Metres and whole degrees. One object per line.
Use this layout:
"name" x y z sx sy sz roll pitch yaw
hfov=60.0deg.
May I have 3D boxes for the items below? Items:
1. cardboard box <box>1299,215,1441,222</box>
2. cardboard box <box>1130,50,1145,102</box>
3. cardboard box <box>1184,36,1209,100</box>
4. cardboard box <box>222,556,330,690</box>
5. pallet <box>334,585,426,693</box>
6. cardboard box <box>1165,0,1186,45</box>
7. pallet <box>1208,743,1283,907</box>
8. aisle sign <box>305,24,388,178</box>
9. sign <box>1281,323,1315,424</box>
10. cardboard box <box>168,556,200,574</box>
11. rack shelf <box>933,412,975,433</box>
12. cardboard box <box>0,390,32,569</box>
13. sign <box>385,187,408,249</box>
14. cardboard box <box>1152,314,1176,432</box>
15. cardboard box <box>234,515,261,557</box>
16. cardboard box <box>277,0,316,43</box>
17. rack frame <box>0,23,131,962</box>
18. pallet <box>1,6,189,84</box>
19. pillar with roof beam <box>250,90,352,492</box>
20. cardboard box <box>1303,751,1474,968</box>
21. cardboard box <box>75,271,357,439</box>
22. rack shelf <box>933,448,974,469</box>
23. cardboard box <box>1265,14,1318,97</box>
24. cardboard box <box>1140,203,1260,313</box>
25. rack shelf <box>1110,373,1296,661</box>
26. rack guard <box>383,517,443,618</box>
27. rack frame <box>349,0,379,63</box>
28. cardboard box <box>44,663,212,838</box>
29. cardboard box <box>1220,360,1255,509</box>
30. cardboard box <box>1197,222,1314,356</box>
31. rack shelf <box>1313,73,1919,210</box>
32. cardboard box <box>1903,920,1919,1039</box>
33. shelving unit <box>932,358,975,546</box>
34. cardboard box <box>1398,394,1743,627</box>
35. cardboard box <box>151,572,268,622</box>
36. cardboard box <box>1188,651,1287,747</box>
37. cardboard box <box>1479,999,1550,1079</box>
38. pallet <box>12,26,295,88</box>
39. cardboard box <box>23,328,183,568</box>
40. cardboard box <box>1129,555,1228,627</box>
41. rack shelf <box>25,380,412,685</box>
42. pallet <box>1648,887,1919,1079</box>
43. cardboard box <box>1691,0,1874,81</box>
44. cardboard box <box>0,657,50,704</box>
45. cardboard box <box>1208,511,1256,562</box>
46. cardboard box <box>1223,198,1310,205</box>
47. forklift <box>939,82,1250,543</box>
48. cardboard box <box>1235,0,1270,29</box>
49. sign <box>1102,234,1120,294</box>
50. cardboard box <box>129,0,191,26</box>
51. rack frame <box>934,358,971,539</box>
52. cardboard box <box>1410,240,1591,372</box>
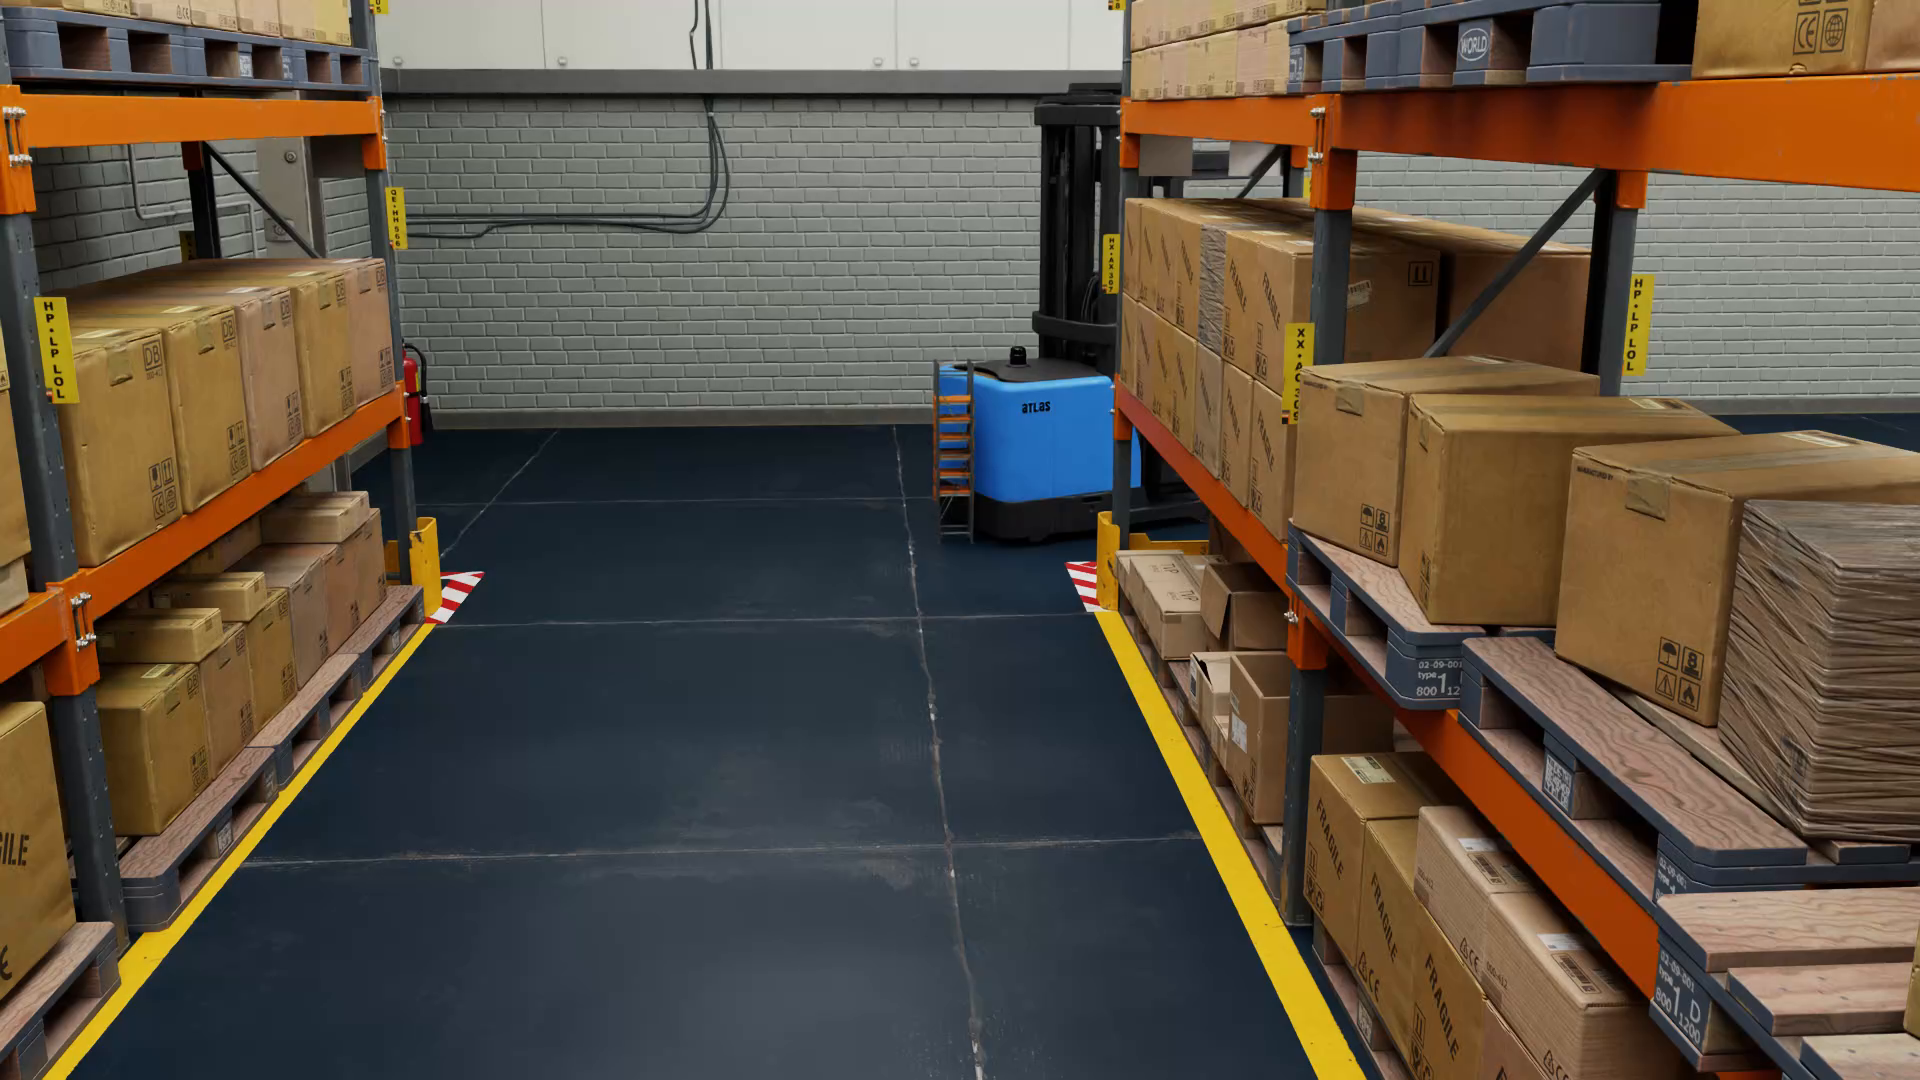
"cardboard box" 1.785 -1.163 7.321 0.500 0.500 0.500 0 14 -2
"cardboard box" 1.160 -2.368 8.490 0.500 0.250 0.500 -1 14 -3
"cardboard box" 1.248 -1.995 7.040 0.500 0.250 0.500 -1 14 -3
"cardboard box" -3.356 0.387 7.675 0.700 0.500 0.500 -1 14 -5
"pallet" -3.434 0.506 8.636 1.003 0.211 1.213 -1 14 -3
"cardboard box" 1.216 -2.361 7.461 0.500 0.250 0.500 -1 14 -3
"pallet" 1.588 1.055 6.502 1.003 0.211 1.213 -1 14 -3
"aisle sign" -3.267 -2.324 8.820 0.394 0.787 0.004 -1 14 -3
"sign" 1.089 -0.534 5.343 0.100 0.325 0.005 -1 14 -3
"cardboard box" -3.530 0.174 7.203 0.380 0.149 0.250 -1 14 -4
"rack shelf" -0.042 -0.760 10.786 0.258 0.103 0.180 -1 14 -6
"cardboard box" -3.034 -0.138 4.707 0.500 0.500 0.500 -1 14 -4
"sign" -3.019 -1.722 8.902 0.100 0.325 0.005 -1 14 -3
"cardboard box" 1.212 -0.800 7.916 0.500 0.500 0.500 -1 14 -4
"cardboard box" -3.579 -0.016 7.941 0.380 0.149 0.250 -1 14 -3
"cardboard box" -3.218 -2.366 7.442 0.500 0.250 0.500 -1 14 -6
"rack frame" -3.314 -0.047 5.190 1.000 3.000 0.127 -1 14 -3
"pallet" -3.354 -1.661 5.619 1.003 0.211 1.213 -1 14 -3
"pillar with roof beam" -0.296 -4.672 11.125 9.100 9.000 0.400 -1 14 -3
"cardboard box" 1.417 0.997 5.265 0.500 0.500 0.500 -2 15 -6
"cardboard box" -3.464 -0.880 7.824 0.980 0.700 0.700 -1 14 -4
"rack shelf" -0.042 -0.527 10.846 0.258 0.103 0.180 -1 14 -6
"cardboard box" 1.334 -1.621 5.590 0.500 0.250 0.500 -1 14 -3
"cardboard box" 1.186 -1.408 8.271 0.500 0.500 0.500 -1 14 -3
"rack shelf" 1.506 -0.274 7.514 1.077 0.370 4.000 -1 14 -3
"rack guard" -3.563 0.163 9.391 1.175 0.500 0.348 -1 14 -3
"rack frame" -3.562 -3.947 8.309 1.000 3.000 0.127 -1 14 -3
"cardboard box" -3.258 0.772 6.178 0.700 0.500 0.500 -1 14 -3
"cardboard box" 1.310 -0.422 6.444 0.500 0.500 0.500 0 14 -2
"cardboard box" 1.275 -1.032 6.809 0.500 0.500 0.500 -1 14 -3
"rack shelf" 1.754 -0.731 3.274 1.077 0.370 4.000 -1 14 -3
"cardboard box" 1.726 0.464 2.162 0.700 0.500 0.500 -6 16 -22
"shelving unit" -0.042 -0.570 10.835 0.258 1.200 0.189 -1 14 -6
"cardboard box" 1.542 -0.085 4.294 0.700 0.500 0.500 1 14 5
"cardboard box" -3.130 0.240 6.944 0.380 0.149 0.250 -1 14 -5
"cardboard box" 1.265 0.641 7.030 0.500 0.311 0.500 -1 14 -3
"cardboard box" 1.515 1.380 3.778 0.500 0.500 0.500 -1 14 -6
"pallet" -3.427 -1.963 6.795 1.003 0.211 1.213 -1 14 -3
"cardboard box" -3.331 -0.328 5.678 0.980 0.700 0.700 -1 14 -3
"cardboard box" 1.164 0.263 8.619 0.500 0.250 0.500 -1 14 -3
"rack shelf" -3.438 -0.196 7.213 1.077 0.370 4.000 -1 14 -3
"pallet" 1.766 0.796 2.299 1.213 0.211 1.003 -1 14 -3
"cardboard box" 1.753 -0.995 2.654 0.910 0.500 0.500 -1 14 -3
"cardboard box" -3.447 0.497 5.945 0.380 0.149 0.250 -1 14 -4
"cardboard box" 1.662 0.010 9.103 0.500 0.500 0.500 -1 14 -3
"cardboard box" 1.684 -1.546 8.806 0.500 0.500 0.500 -1 14 -4
"forklift" 1.364 -1.644 11.533 3.031 2.935 1.130 -8 16 -28
"cardboard box" 1.301 -1.988 6.011 0.500 0.250 0.500 -1 14 -3
"sign" 0.841 -1.530 9.217 0.100 0.325 0.005 -1 14 -3
"cardboard box" -3.111 -1.982 5.947 0.500 0.250 0.500 -1 14 -5
"rack frame" -0.051 -0.593 10.923 0.240 1.200 0.006 -1 14 -6
"cardboard box" 1.882 -0.779 5.826 0.500 0.500 0.500 -1 14 -2
